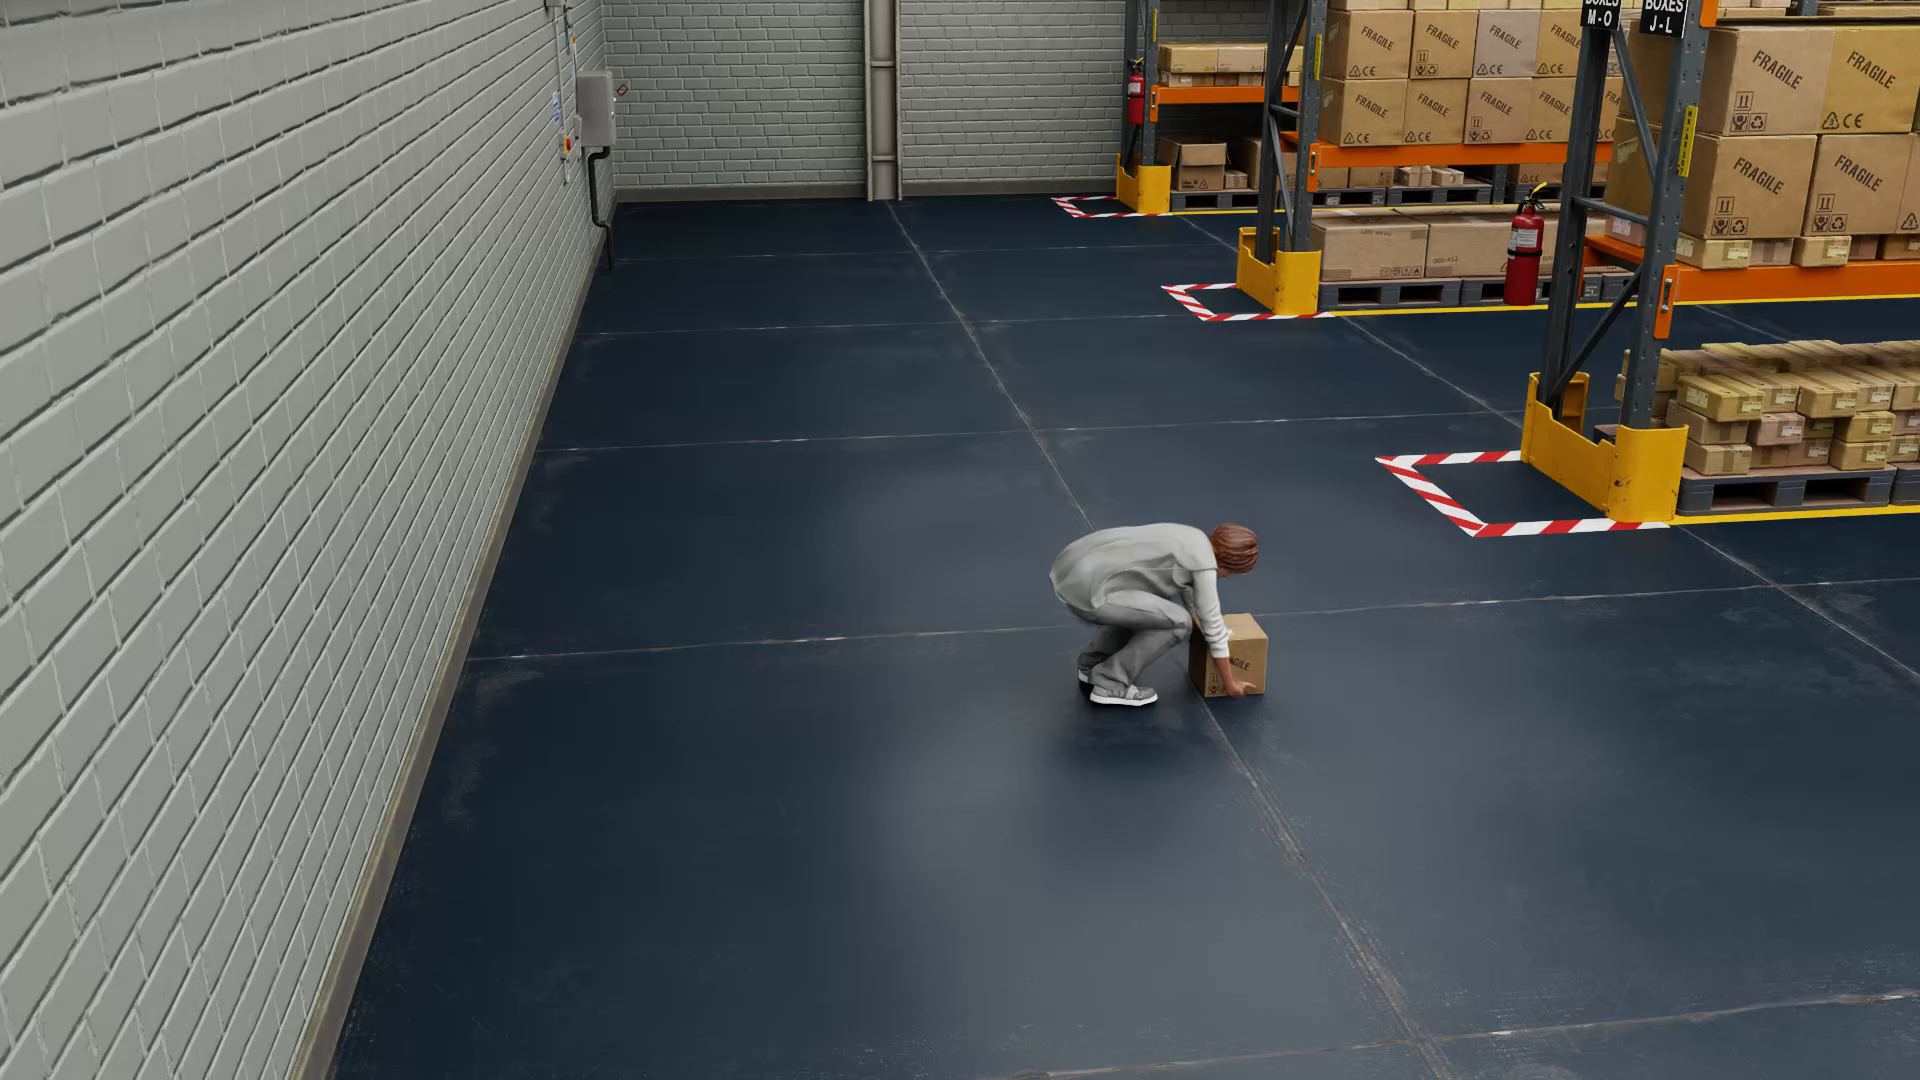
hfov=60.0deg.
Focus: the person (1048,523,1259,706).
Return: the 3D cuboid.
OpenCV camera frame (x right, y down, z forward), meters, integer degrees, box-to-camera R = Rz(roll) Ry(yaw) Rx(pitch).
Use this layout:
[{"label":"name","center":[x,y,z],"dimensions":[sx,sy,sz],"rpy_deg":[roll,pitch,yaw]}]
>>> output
[{"label":"person","center":[0.778,0.293,6.646],"dimensions":[0.867,0.716,0.423],"rpy_deg":[-3,21,-9]}]
